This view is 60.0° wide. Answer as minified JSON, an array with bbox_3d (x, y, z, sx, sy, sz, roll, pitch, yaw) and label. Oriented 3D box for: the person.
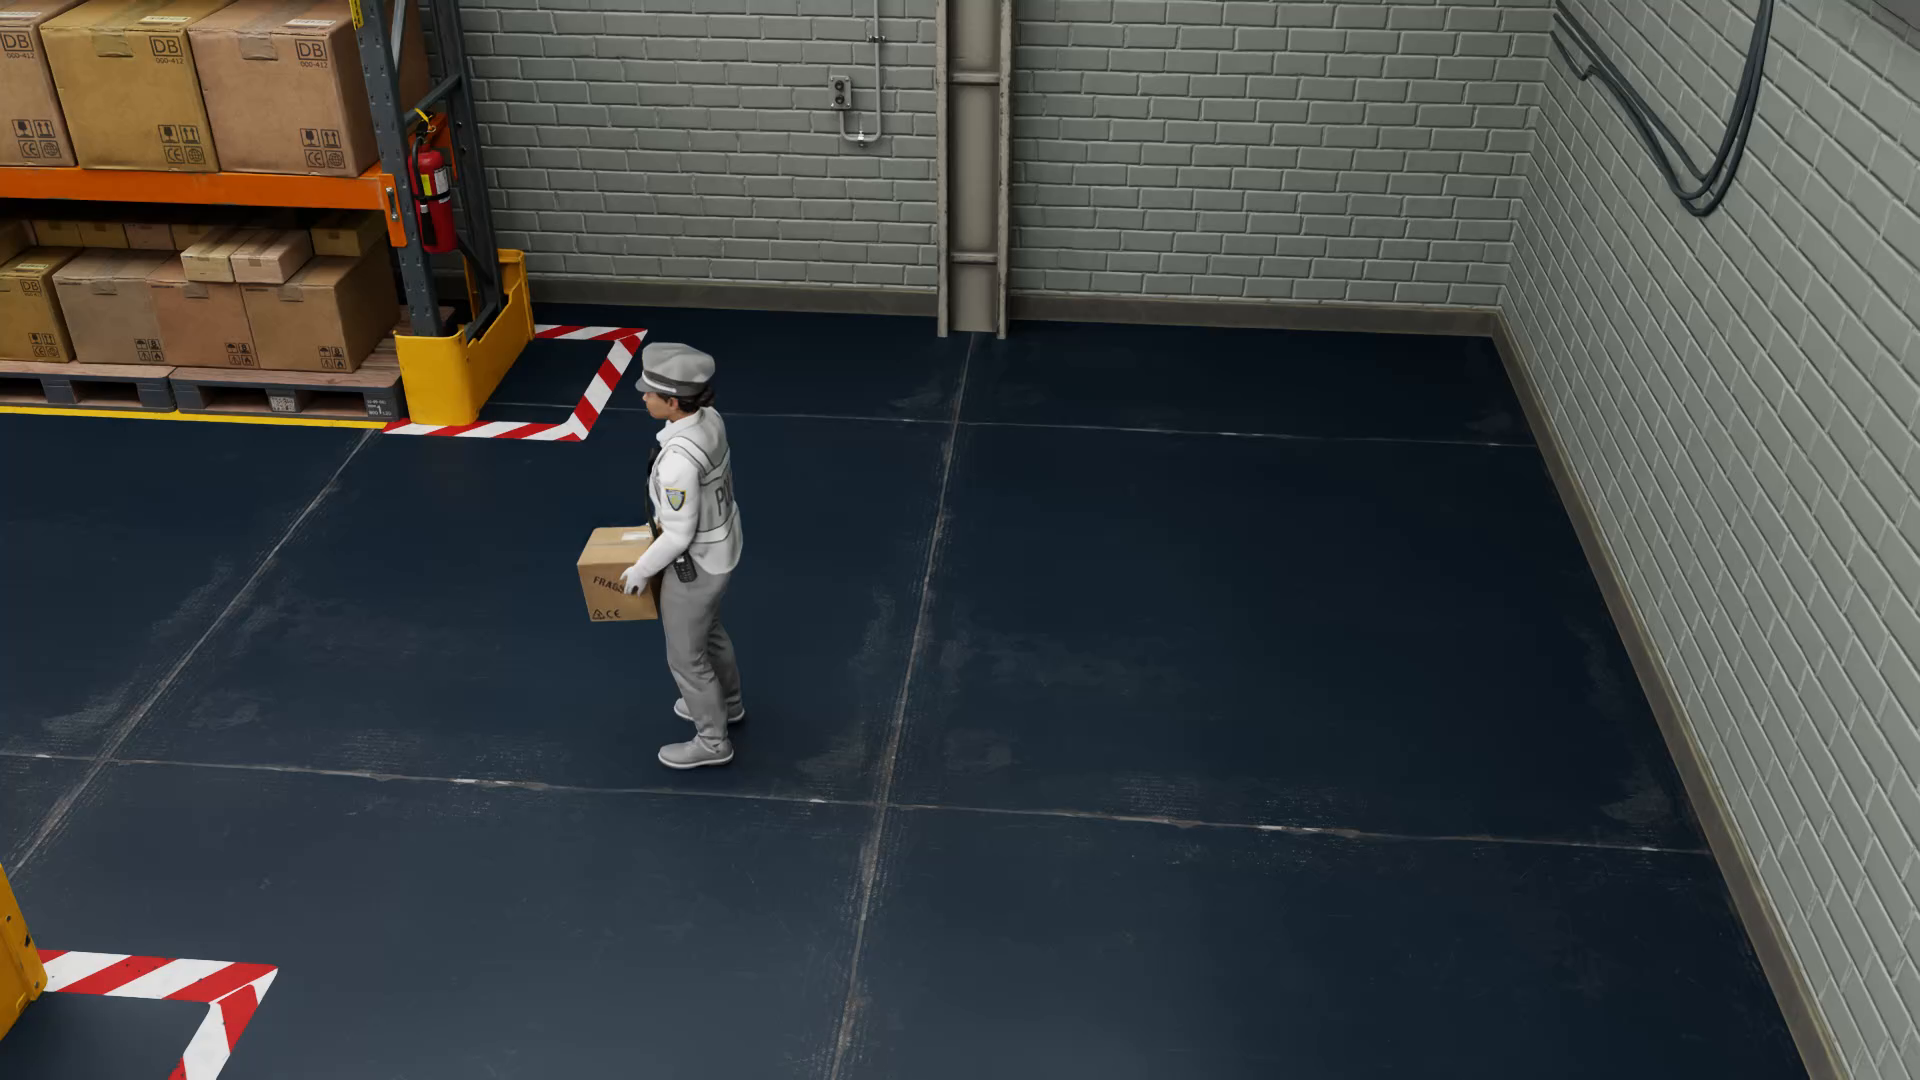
[{"bbox_3d":[-0.993,0.070,6.003,0.410,1.684,0.500,2,32,3],"label":"person"}]
